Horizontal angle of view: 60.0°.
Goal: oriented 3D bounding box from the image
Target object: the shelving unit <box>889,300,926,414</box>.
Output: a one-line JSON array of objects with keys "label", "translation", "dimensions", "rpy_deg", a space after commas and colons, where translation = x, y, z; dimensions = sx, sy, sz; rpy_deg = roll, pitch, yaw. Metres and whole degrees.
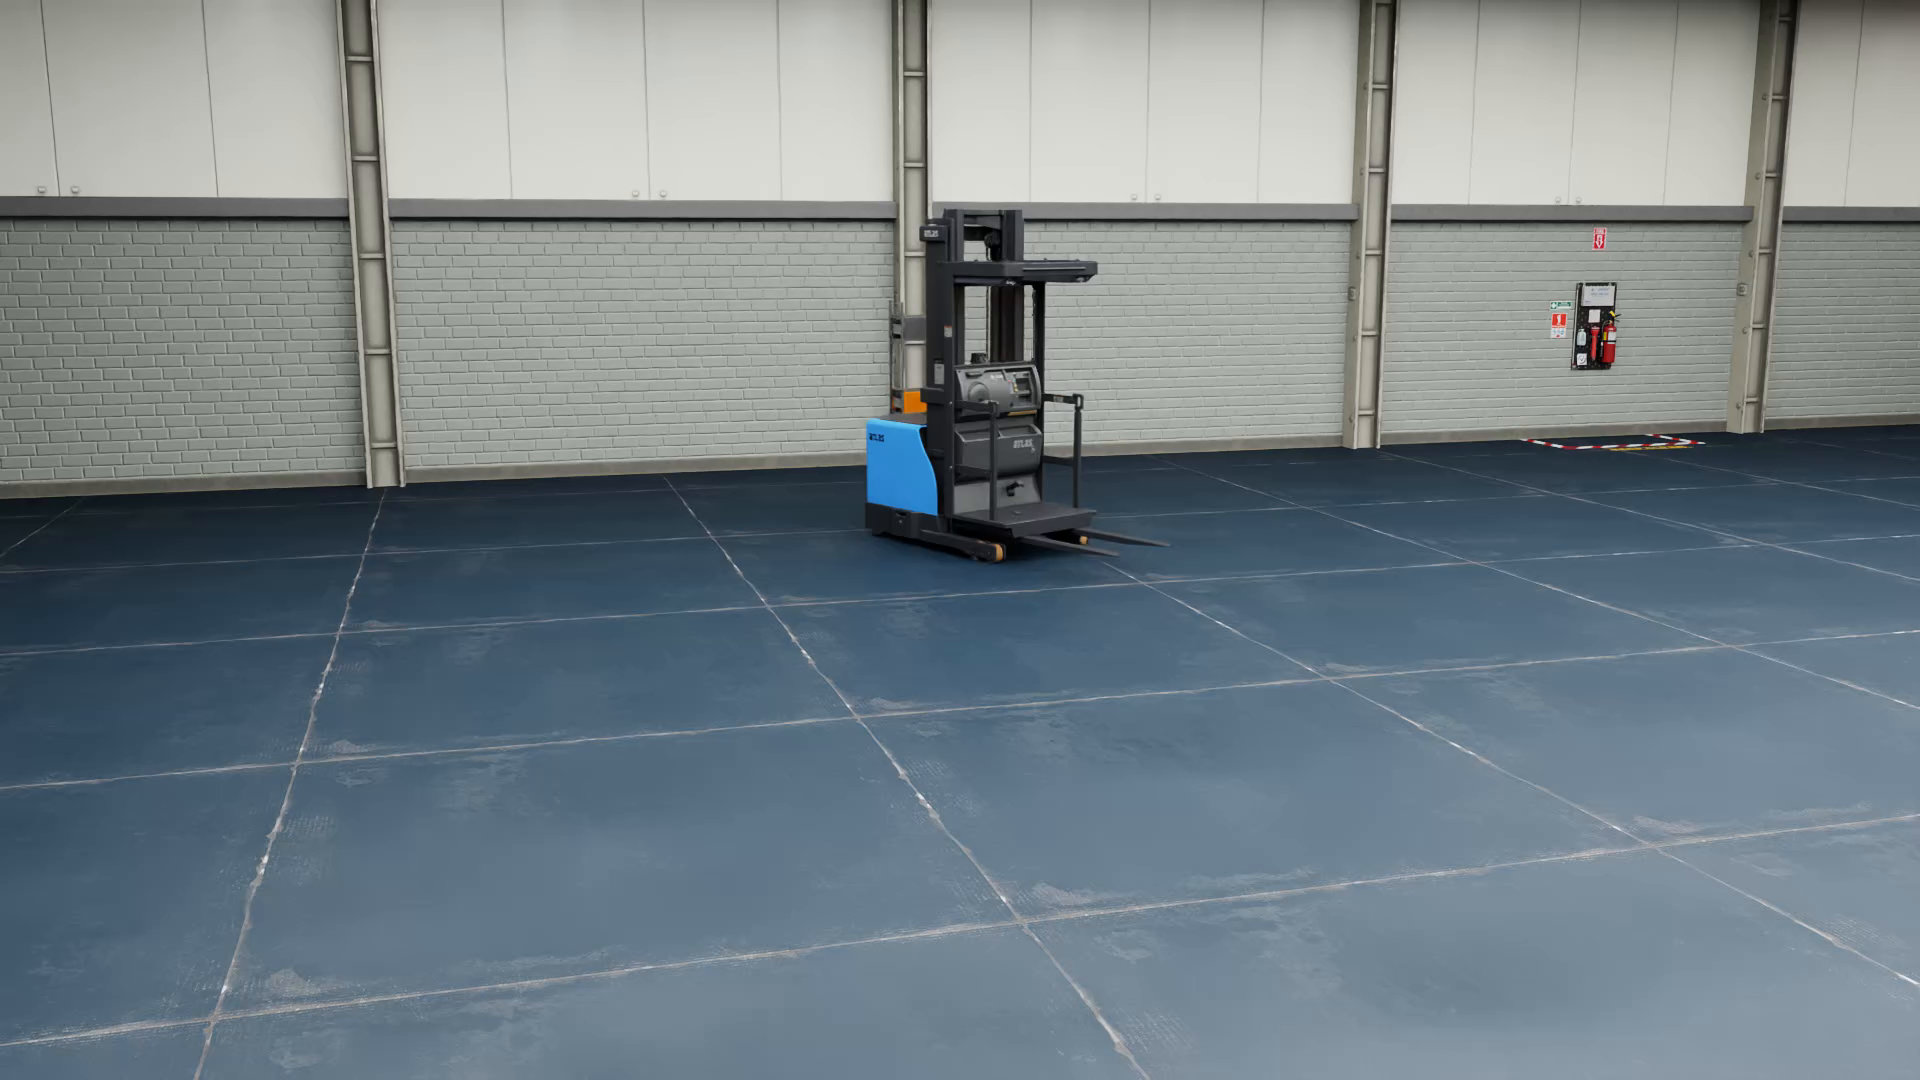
[{"label": "shelving unit", "translation": [-0.374, -1.234, 15.952], "dimensions": [0.503, 2.100, 0.431], "rpy_deg": [-4, 11, -20]}]

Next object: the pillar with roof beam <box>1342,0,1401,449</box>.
[{"label": "pillar with roof beam", "translation": [6.411, -4.886, 16.732], "dimensions": [0.400, 9.000, 9.100], "rpy_deg": [-3, 11, -16]}]

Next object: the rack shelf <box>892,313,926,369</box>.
[{"label": "rack shelf", "translation": [-0.374, -1.909, 15.828], "dimensions": [0.480, 0.518, 0.431], "rpy_deg": [-4, 11, -20]}]

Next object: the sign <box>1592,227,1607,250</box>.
[{"label": "sign", "translation": [8.550, -4.026, 22.228], "dimensions": [0.199, 0.298, 0.001], "rpy_deg": [-3, 11, -16]}]

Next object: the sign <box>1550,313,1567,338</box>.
[{"label": "sign", "translation": [8.026, -2.876, 22.288], "dimensions": [0.234, 0.329, 0.001], "rpy_deg": [-3, 11, -16]}]

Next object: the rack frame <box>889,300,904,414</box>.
[{"label": "rack frame", "translation": [-0.603, -1.219, 15.869], "dimensions": [0.015, 2.100, 0.400], "rpy_deg": [-4, 11, -20]}]

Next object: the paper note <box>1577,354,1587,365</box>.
[{"label": "paper note", "translation": [8.396, -2.439, 22.442], "dimensions": [0.142, 0.148, 0.016], "rpy_deg": [-3, 11, -16]}]

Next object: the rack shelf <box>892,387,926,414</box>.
[{"label": "rack shelf", "translation": [-0.374, -1.221, 15.955], "dimensions": [0.480, 0.518, 0.431], "rpy_deg": [-4, 11, -20]}]

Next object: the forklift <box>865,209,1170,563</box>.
[{"label": "forklift", "translation": [0.477, -1.347, 14.268], "dimensions": [1.130, 2.935, 3.031], "rpy_deg": [-9, 14, -40]}]

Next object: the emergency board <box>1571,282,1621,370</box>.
[{"label": "emergency board", "translation": [8.586, -2.869, 22.346], "dimensions": [0.643, 1.169, 0.194], "rpy_deg": [-3, 11, -16]}]

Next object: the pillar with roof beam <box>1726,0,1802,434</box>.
[{"label": "pillar with roof beam", "translation": [12.172, -5.189, 18.381], "dimensions": [0.400, 9.000, 9.100], "rpy_deg": [-3, 11, -16]}]

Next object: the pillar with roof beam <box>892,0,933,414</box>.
[{"label": "pillar with roof beam", "translation": [0.651, -4.582, 15.082], "dimensions": [0.400, 9.000, 9.100], "rpy_deg": [-3, 11, -16]}]

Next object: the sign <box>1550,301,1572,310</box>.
[{"label": "sign", "translation": [8.033, -3.136, 22.233], "dimensions": [0.331, 0.109, 0.001], "rpy_deg": [-3, 11, -16]}]

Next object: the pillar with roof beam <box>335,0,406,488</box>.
[{"label": "pillar with roof beam", "translation": [-5.110, -4.279, 13.433], "dimensions": [0.400, 9.000, 9.100], "rpy_deg": [-3, 11, -16]}]
